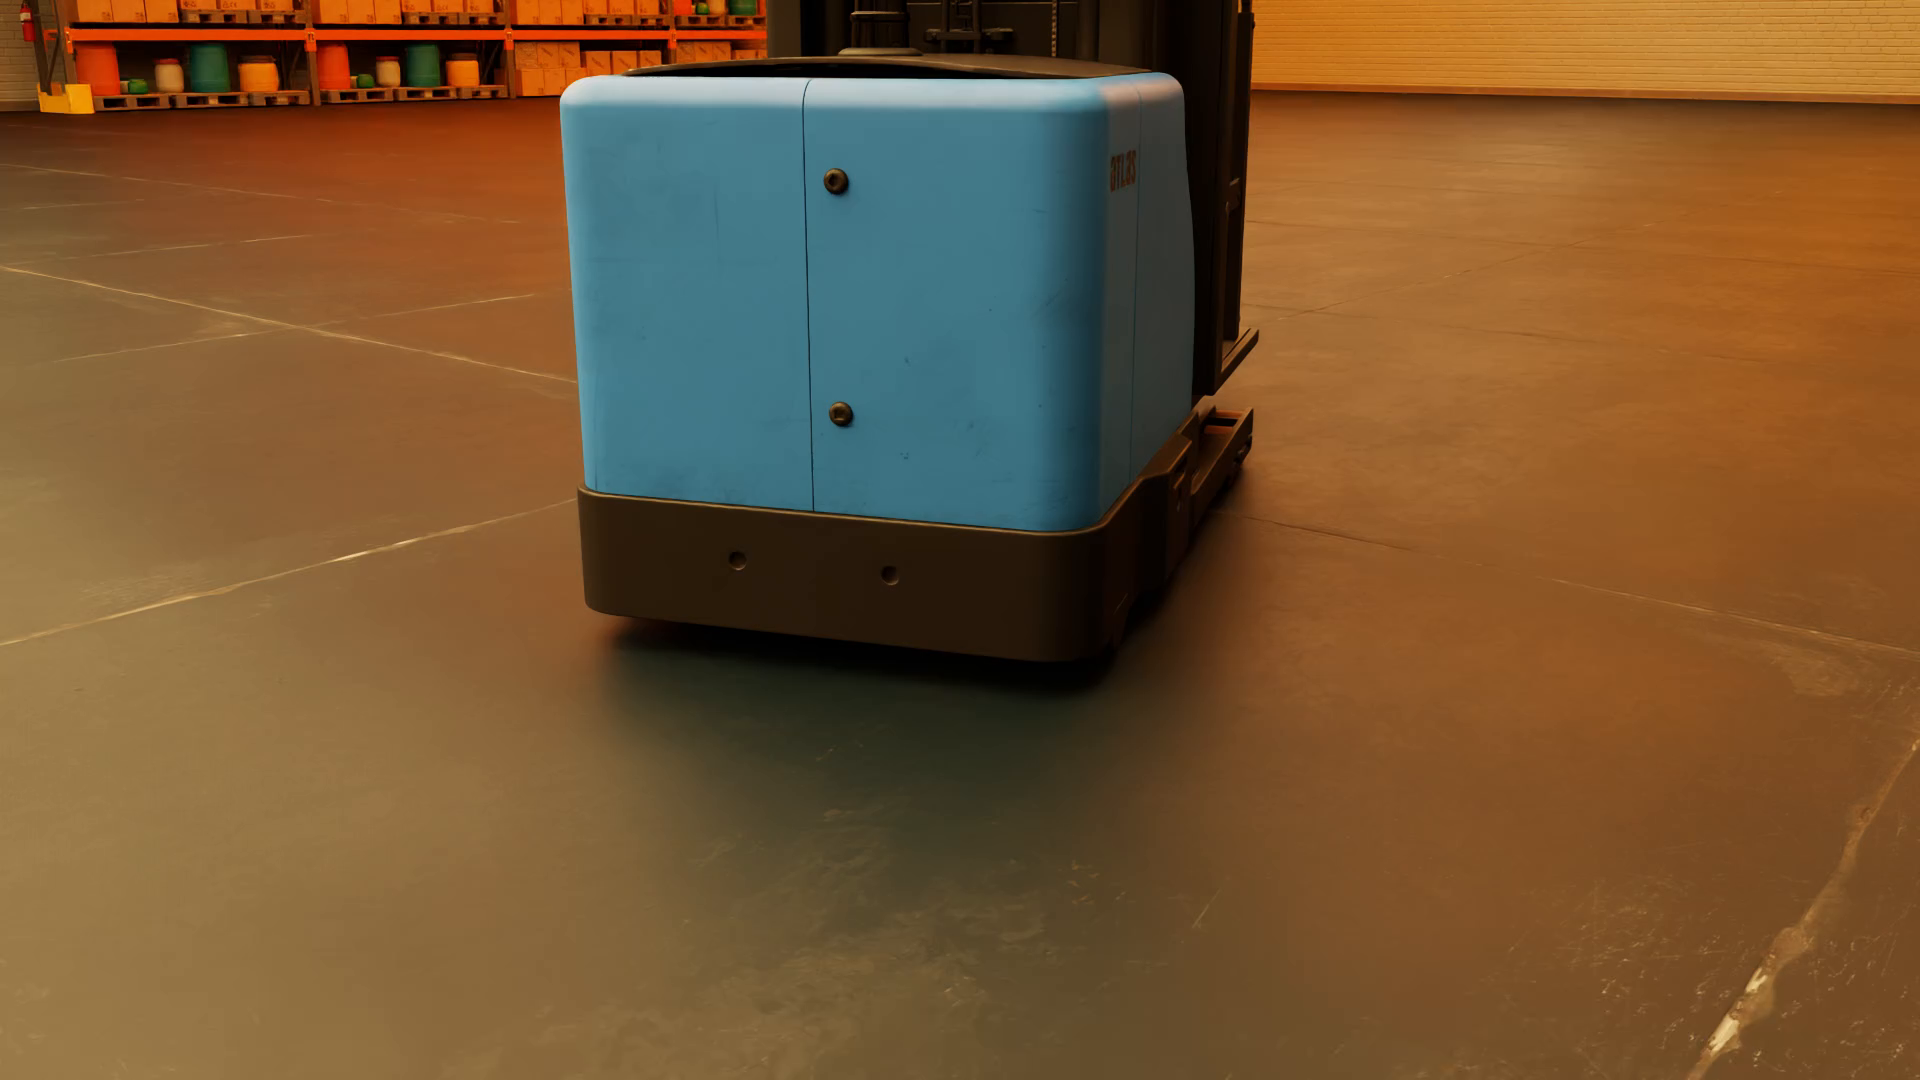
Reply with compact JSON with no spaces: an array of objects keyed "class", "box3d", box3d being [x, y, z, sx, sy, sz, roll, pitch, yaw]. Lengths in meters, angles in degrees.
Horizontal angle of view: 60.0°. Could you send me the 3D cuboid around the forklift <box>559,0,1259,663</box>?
[{"class":"forklift","box3d":[0.182,-1.571,4.072,1.130,2.935,3.031,5,18,17]}]
